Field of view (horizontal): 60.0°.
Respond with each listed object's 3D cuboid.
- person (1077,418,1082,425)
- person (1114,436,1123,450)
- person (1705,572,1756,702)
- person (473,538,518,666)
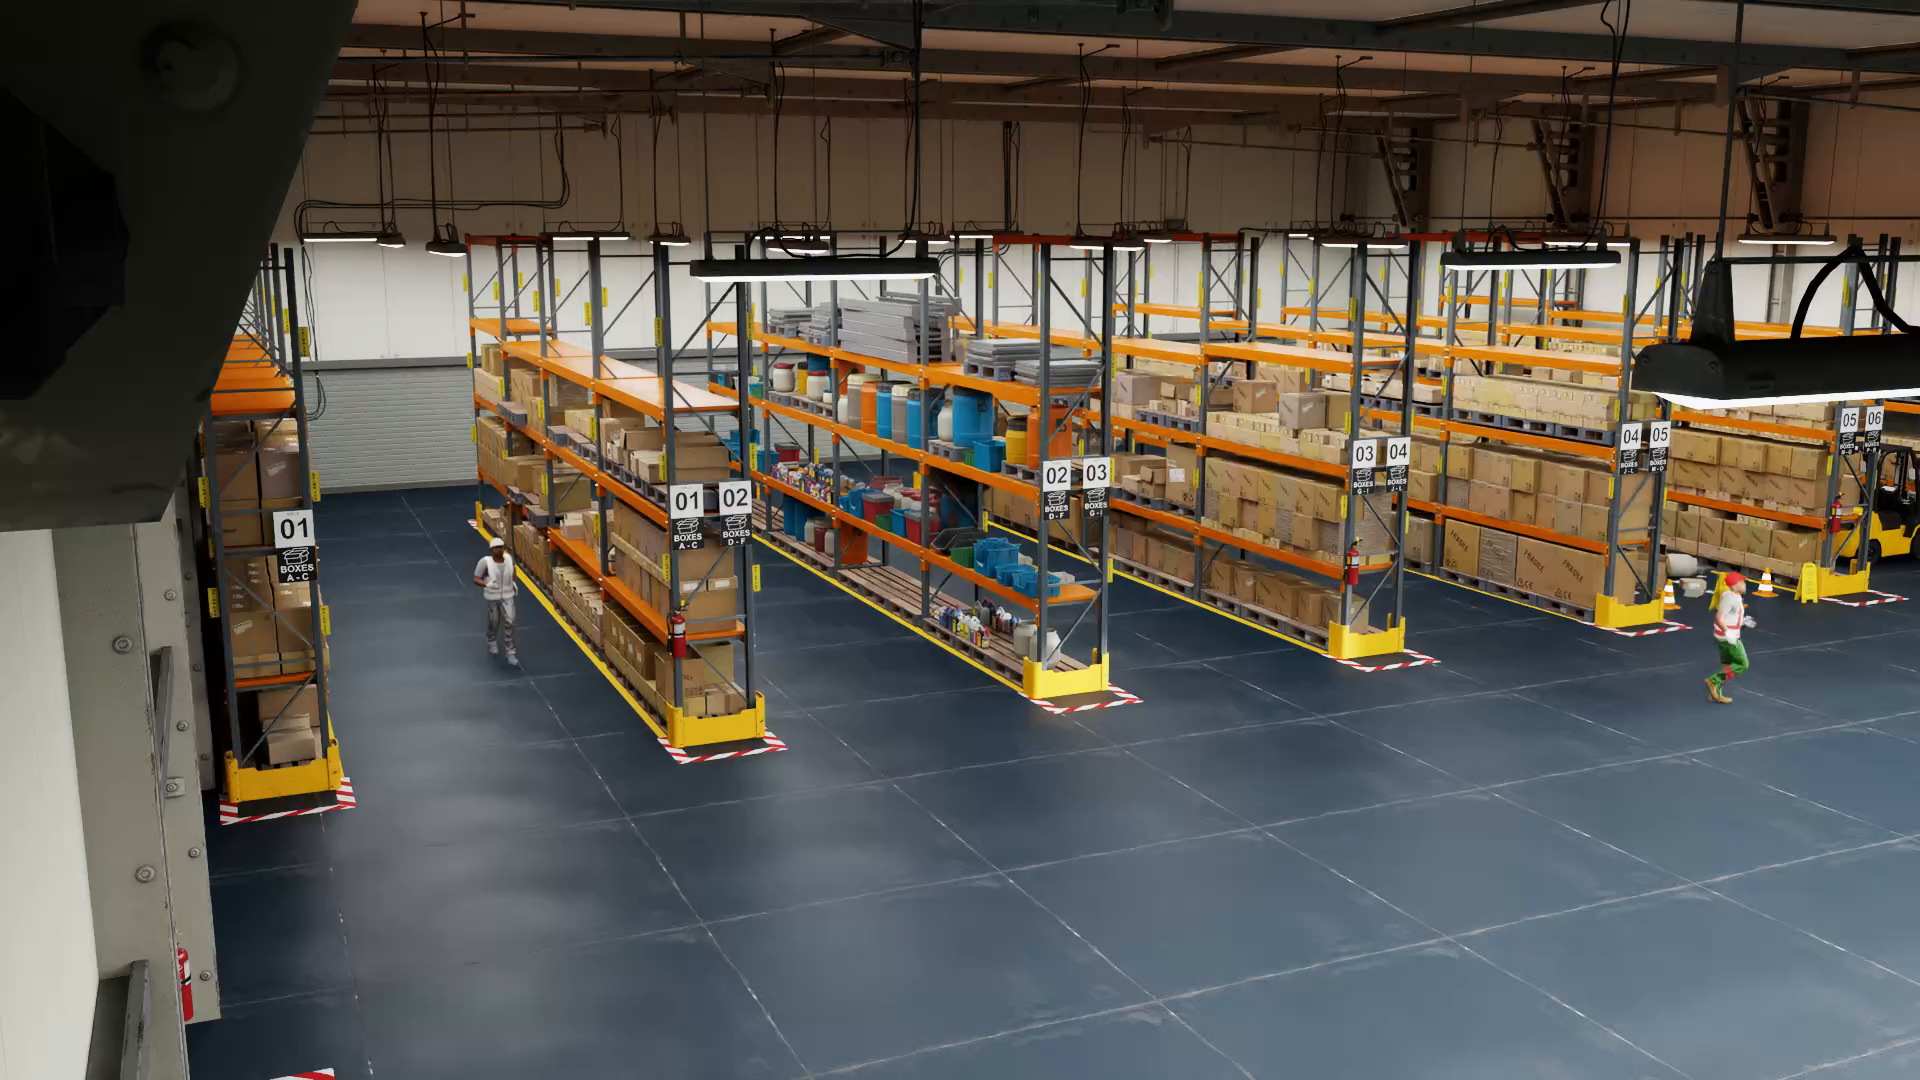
[{"bbox_3d":[2.995,-2.347,40.891,0.632,1.694,0.781,9,14,38],"label":"person"},{"bbox_3d":[3.857,-2.549,41.818,0.675,1.705,0.699,-4,12,-20],"label":"person"},{"bbox_3d":[10.181,1.280,21.937,0.607,1.749,0.637,3,11,17],"label":"person"},{"bbox_3d":[-6.673,0.852,24.013,0.667,1.808,0.894,-6,12,-28],"label":"person"}]
